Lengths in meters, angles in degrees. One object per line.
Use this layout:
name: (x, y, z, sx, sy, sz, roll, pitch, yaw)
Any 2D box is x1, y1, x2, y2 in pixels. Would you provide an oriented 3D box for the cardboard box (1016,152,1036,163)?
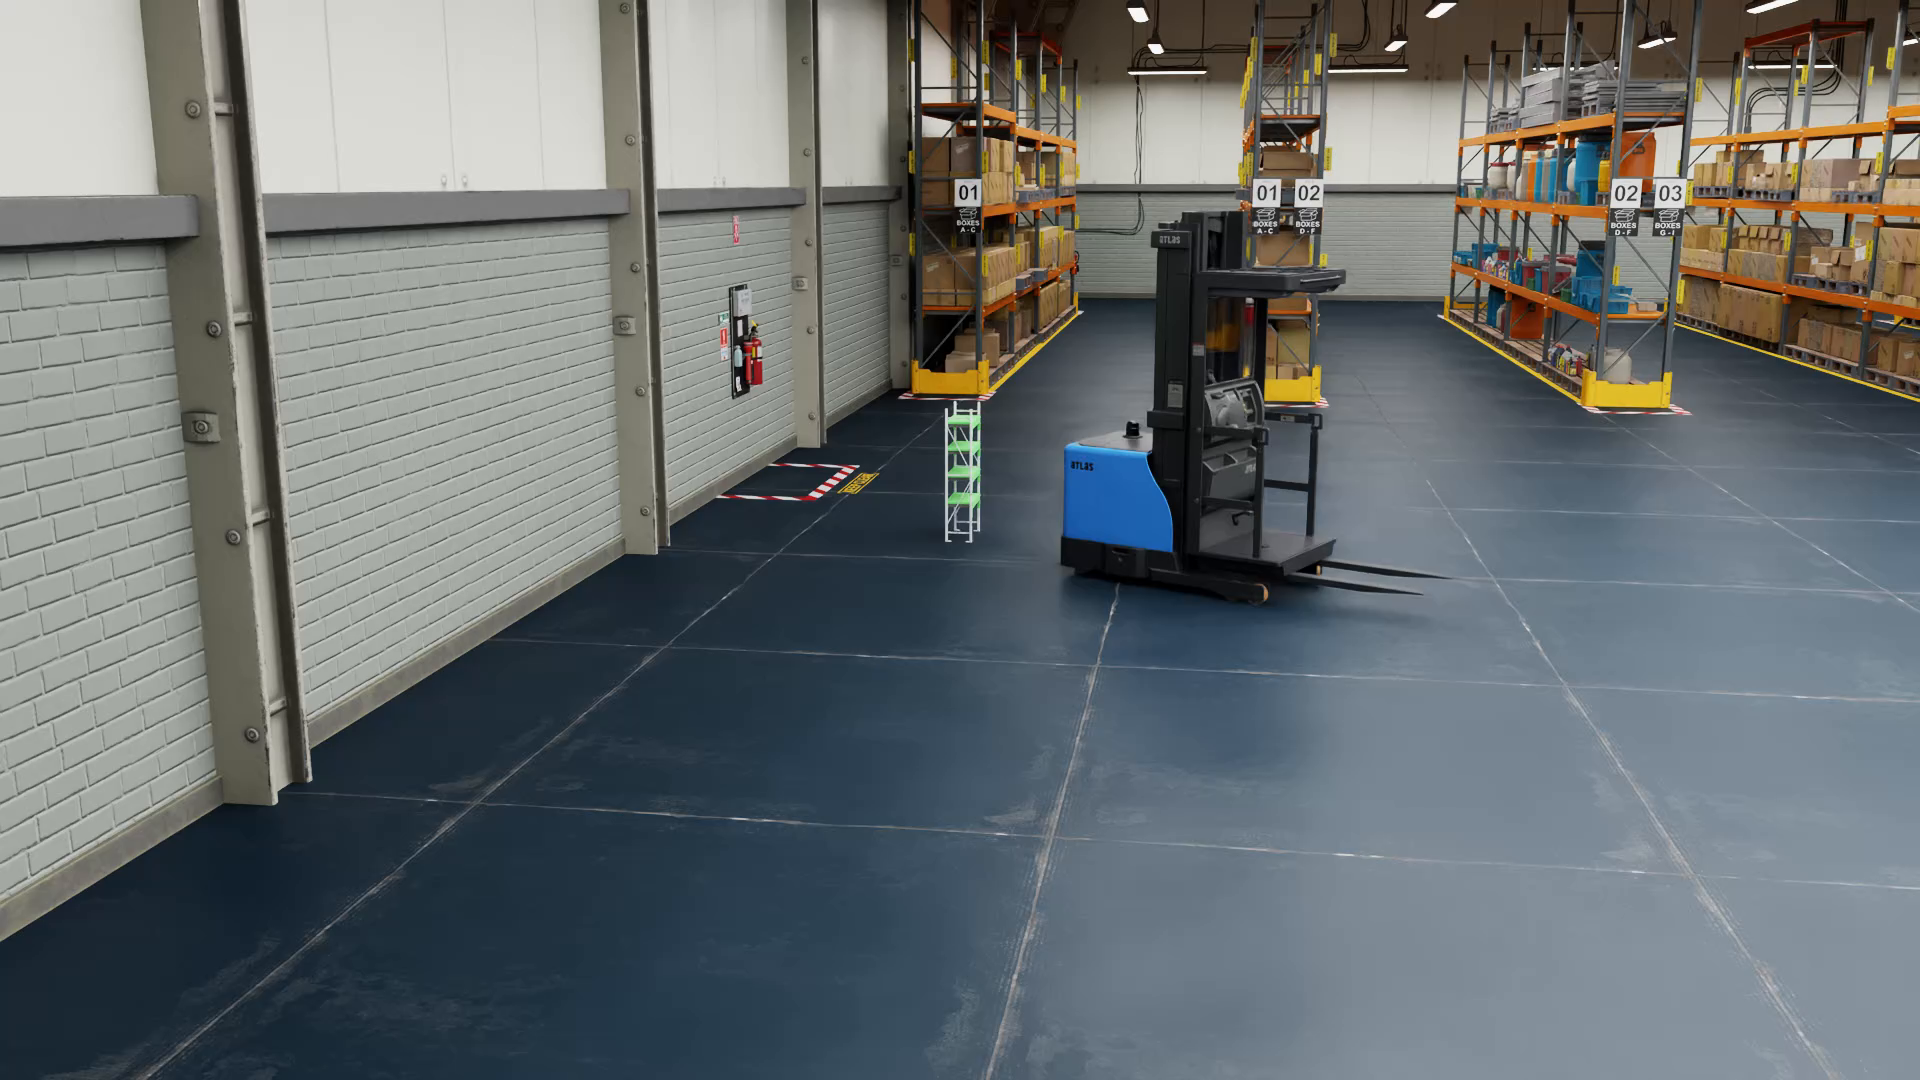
cardboard box: (1.345, -8.011, 34.862, 0.500, 0.250, 0.500, 1, 12, 7)

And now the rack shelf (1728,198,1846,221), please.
rack shelf: (16.056, -6.425, 32.274, 1.077, 0.370, 4.000, 2, 12, 9)

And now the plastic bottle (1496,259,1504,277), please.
plastic bottle: (10.736, -5.398, 33.038, 0.144, 0.351, 0.185, 2, 12, 9)

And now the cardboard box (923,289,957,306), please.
cardboard box: (-0.285, -3.750, 25.583, 0.500, 0.250, 0.500, 2, 12, 9)

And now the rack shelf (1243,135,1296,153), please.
rack shelf: (6.268, -8.018, 33.493, 1.077, 0.370, 4.000, 2, 12, 9)

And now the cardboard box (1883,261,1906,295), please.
cardboard box: (14.891, -4.061, 25.774, 0.875, 0.500, 0.500, 2, 12, 9)

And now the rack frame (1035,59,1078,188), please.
rack frame: (2.295, -9.973, 39.912, 1.000, 3.000, 0.127, 2, 12, 9)

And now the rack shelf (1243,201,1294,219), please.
rack shelf: (5.653, -5.914, 29.903, 1.077, 0.370, 4.000, 2, 12, 9)

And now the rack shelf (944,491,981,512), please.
rack shelf: (0.025, -0.324, 15.091, 0.258, 0.148, 0.480, 2, 12, 9)

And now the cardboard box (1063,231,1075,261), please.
cardboard box: (2.227, -7.081, 40.018, 0.980, 0.700, 0.700, 2, 12, 11)

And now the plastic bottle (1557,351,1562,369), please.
plastic bottle: (9.609, -2.882, 26.650, 0.061, 0.283, 0.133, 2, 12, 11)

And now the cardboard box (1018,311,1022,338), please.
cardboard box: (0.812, -4.114, 31.850, 0.700, 0.500, 0.500, 2, 12, 9)

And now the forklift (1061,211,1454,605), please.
forklift: (2.329, -1.064, 12.973, 3.031, 2.935, 1.130, 9, 15, 34)

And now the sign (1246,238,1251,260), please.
sign: (4.196, -4.253, 24.296, 0.100, 0.325, 0.005, 2, 12, 9)

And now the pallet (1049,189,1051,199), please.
pallet: (1.281, -7.118, 34.231, 1.003, 0.211, 1.213, 2, 12, 11)

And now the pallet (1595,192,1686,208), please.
pallet: (9.848, -4.932, 24.088, 1.003, 0.211, 1.213, 2, 12, 9)

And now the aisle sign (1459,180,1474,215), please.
aisle sign: (11.802, -8.015, 38.895, 0.394, 0.787, 0.004, 2, 12, 9)

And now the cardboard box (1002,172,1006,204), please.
cardboard box: (0.478, -5.733, 27.072, 0.500, 0.500, 0.500, 1, 12, 6)

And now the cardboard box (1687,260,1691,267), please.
cardboard box: (16.442, -6.159, 37.050, 0.380, 0.149, 0.250, 2, 12, 8)

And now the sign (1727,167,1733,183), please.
sign: (15.815, -7.502, 34.149, 0.100, 0.325, 0.005, 2, 12, 9)

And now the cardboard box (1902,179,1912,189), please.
cardboard box: (14.742, -5.478, 25.581, 0.380, 0.149, 0.250, 2, 12, 9)

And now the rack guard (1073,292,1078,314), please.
rack guard: (2.299, -5.824, 40.830, 1.175, 0.500, 0.348, 2, 12, 9)

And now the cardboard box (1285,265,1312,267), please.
cardboard box: (5.003, -3.991, 24.616, 0.380, 0.149, 0.250, 2, 12, 8)

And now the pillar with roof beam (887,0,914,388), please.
pillar with roof beam: (3.341, -6.677, 24.616, 9.100, 9.000, 0.400, 2, 12, 9)

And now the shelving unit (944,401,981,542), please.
shelving unit: (0.025, -0.621, 15.027, 0.258, 1.200, 0.503, 2, 12, 9)

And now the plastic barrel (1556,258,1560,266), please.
plastic barrel: (10.842, -4.800, 29.882, 0.421, 0.512, 0.421, 0, 12, 0)

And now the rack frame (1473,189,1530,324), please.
rack frame: (11.469, -5.887, 35.191, 1.000, 3.000, 0.127, 2, 12, 9)

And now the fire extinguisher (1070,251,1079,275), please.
fire extinguisher: (2.775, -6.837, 40.668, 0.296, 0.674, 0.183, 2, 12, 9)

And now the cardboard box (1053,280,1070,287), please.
cardboard box: (2.408, -6.106, 39.605, 0.380, 0.149, 0.250, 2, 12, 10)

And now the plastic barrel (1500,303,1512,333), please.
plastic barrel: (11.086, -4.418, 33.103, 0.600, 0.588, 0.708, 2, 12, 9)

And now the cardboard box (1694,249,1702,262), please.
cardboard box: (16.409, -6.219, 36.378, 0.500, 0.250, 0.500, 2, 12, 8)

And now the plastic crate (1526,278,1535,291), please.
plastic crate: (10.228, -4.490, 29.210, 0.450, 0.188, 0.662, 2, 12, 9)

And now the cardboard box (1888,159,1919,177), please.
cardboard box: (15.303, -5.878, 26.787, 0.797, 0.503, 0.637, 1, 12, 6)

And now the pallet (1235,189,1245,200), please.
pallet: (6.249, -7.073, 34.021, 1.213, 0.211, 1.003, 2, 12, 9)

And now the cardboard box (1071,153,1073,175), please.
cardboard box: (2.365, -8.790, 38.880, 0.500, 0.500, 0.500, 2, 12, 10)

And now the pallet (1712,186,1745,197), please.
pallet: (16.500, -7.320, 34.928, 1.003, 0.211, 1.213, 2, 12, 9)

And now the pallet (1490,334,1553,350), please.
pallet: (10.934, -3.857, 32.388, 1.003, 0.211, 1.213, 2, 12, 9)

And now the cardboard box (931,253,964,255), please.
cardboard box: (-0.216, -4.223, 25.996, 0.500, 0.500, 0.500, 2, 12, 9)

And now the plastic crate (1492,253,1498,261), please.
plastic crate: (11.886, -6.170, 36.644, 0.437, 0.282, 0.530, 2, 12, 9)

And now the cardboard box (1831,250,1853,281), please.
cardboard box: (15.308, -4.681, 28.352, 0.797, 0.503, 0.637, 3, 13, 14)

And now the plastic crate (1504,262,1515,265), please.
plastic crate: (11.682, -5.880, 35.640, 0.396, 0.136, 0.243, 2, 12, 9)

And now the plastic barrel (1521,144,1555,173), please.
plastic barrel: (10.944, -7.054, 31.469, 0.600, 0.830, 0.708, 2, 12, 9)

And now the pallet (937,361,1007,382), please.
pallet: (0.196, -2.784, 27.411, 1.003, 0.211, 1.213, 2, 12, 9)

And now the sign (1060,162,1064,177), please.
sign: (2.218, -8.065, 36.204, 0.100, 0.325, 0.005, 2, 12, 9)

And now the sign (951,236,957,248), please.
sign: (-0.099, -5.126, 28.911, 0.100, 0.325, 0.005, 2, 12, 9)

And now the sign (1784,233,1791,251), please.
sign: (15.199, -5.477, 30.541, 0.100, 0.325, 0.005, 2, 12, 9)

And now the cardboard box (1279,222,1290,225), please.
cardboard box: (6.926, -6.675, 36.236, 0.500, 0.500, 0.500, 2, 12, 10)

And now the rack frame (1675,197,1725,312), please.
rack frame: (16.979, -6.559, 38.310, 1.000, 3.000, 0.127, 2, 12, 9)

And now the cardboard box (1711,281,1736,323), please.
cardboard box: (16.544, -5.028, 35.251, 0.875, 0.875, 0.875, 2, 12, 9)

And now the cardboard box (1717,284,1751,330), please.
cardboard box: (16.285, -4.759, 34.004, 1.225, 0.875, 0.875, 2, 12, 9)

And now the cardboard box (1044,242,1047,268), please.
cardboard box: (1.482, -5.781, 33.708, 0.500, 0.500, 0.500, 2, 12, 11)

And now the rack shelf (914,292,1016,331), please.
rack shelf: (0.142, -3.775, 27.097, 1.077, 0.370, 4.000, 2, 12, 9)

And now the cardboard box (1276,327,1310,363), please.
cardboard box: (5.107, -2.987, 25.482, 0.500, 0.500, 0.500, 2, 12, 9)
